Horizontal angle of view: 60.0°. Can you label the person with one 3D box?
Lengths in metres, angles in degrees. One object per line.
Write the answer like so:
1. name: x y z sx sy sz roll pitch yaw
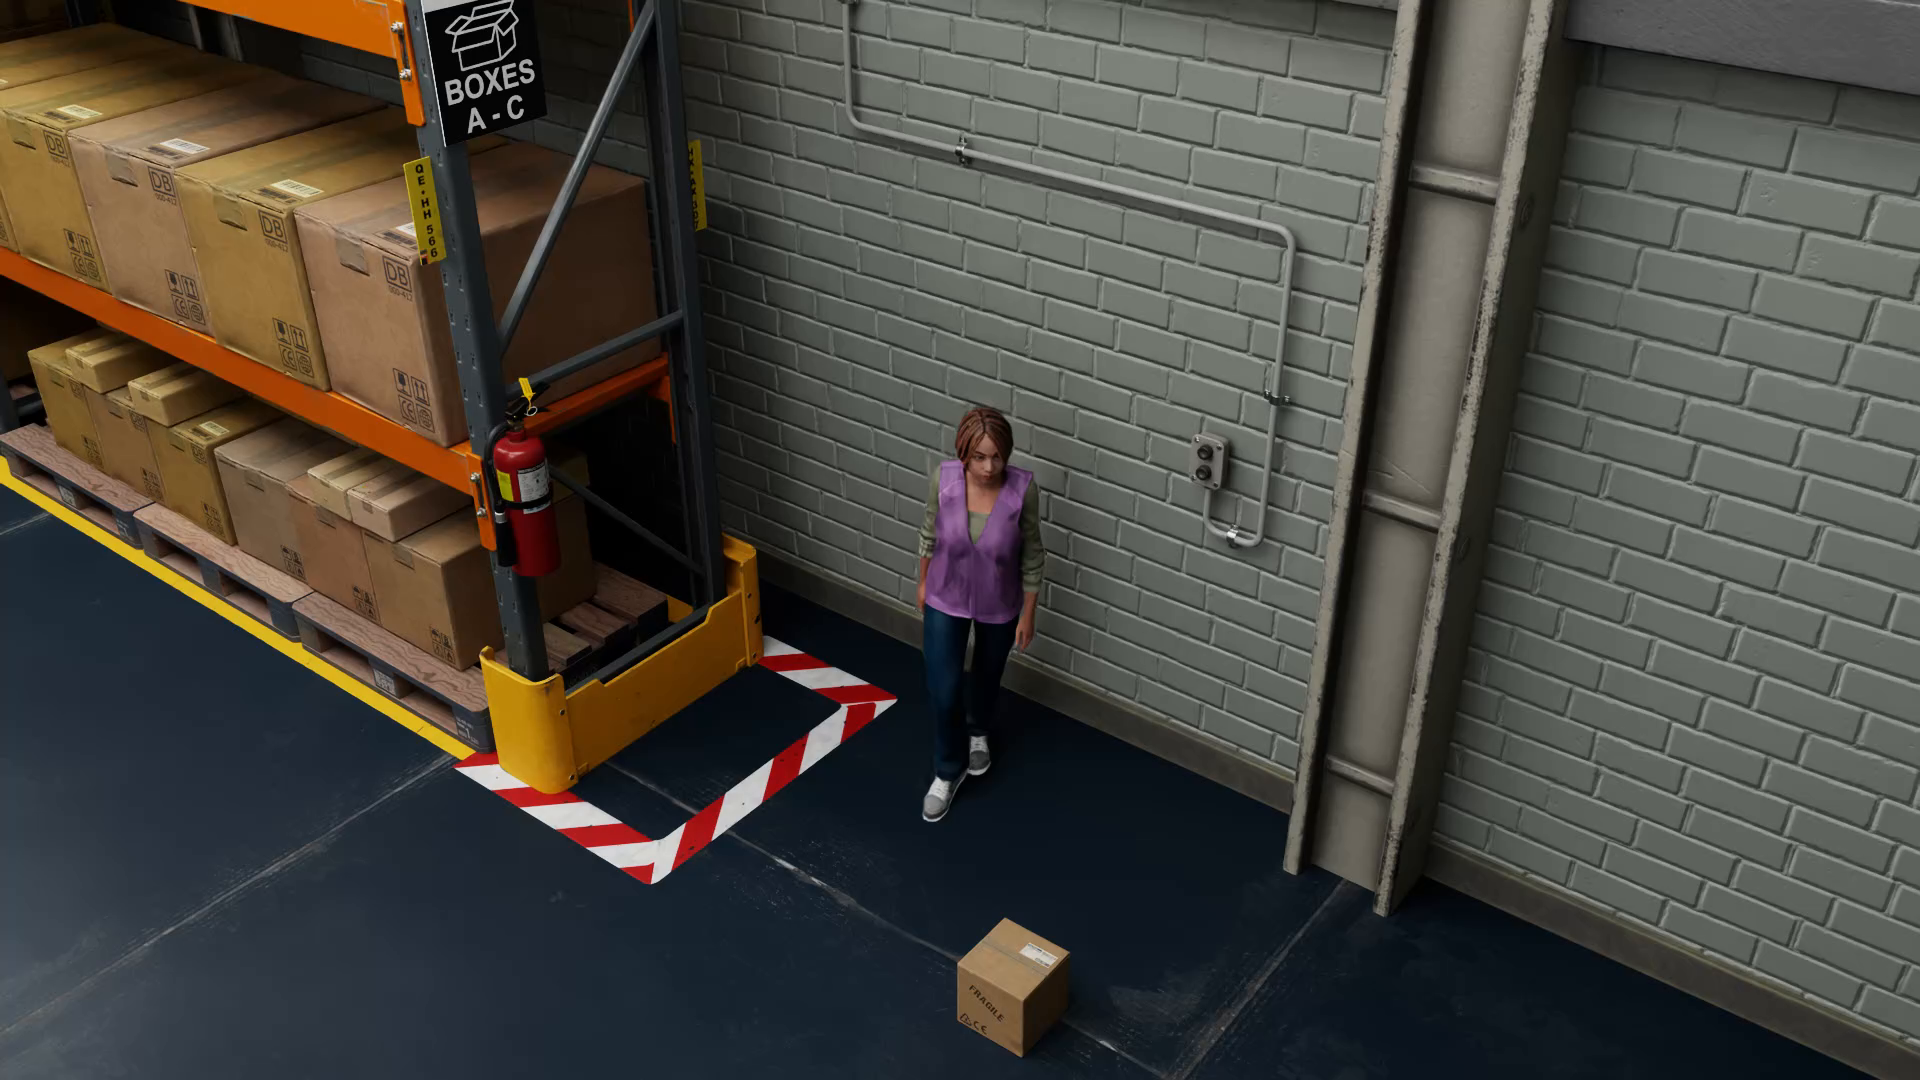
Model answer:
1. person: 0.067 0.213 5.792 0.441 1.607 0.512 0 31 0
